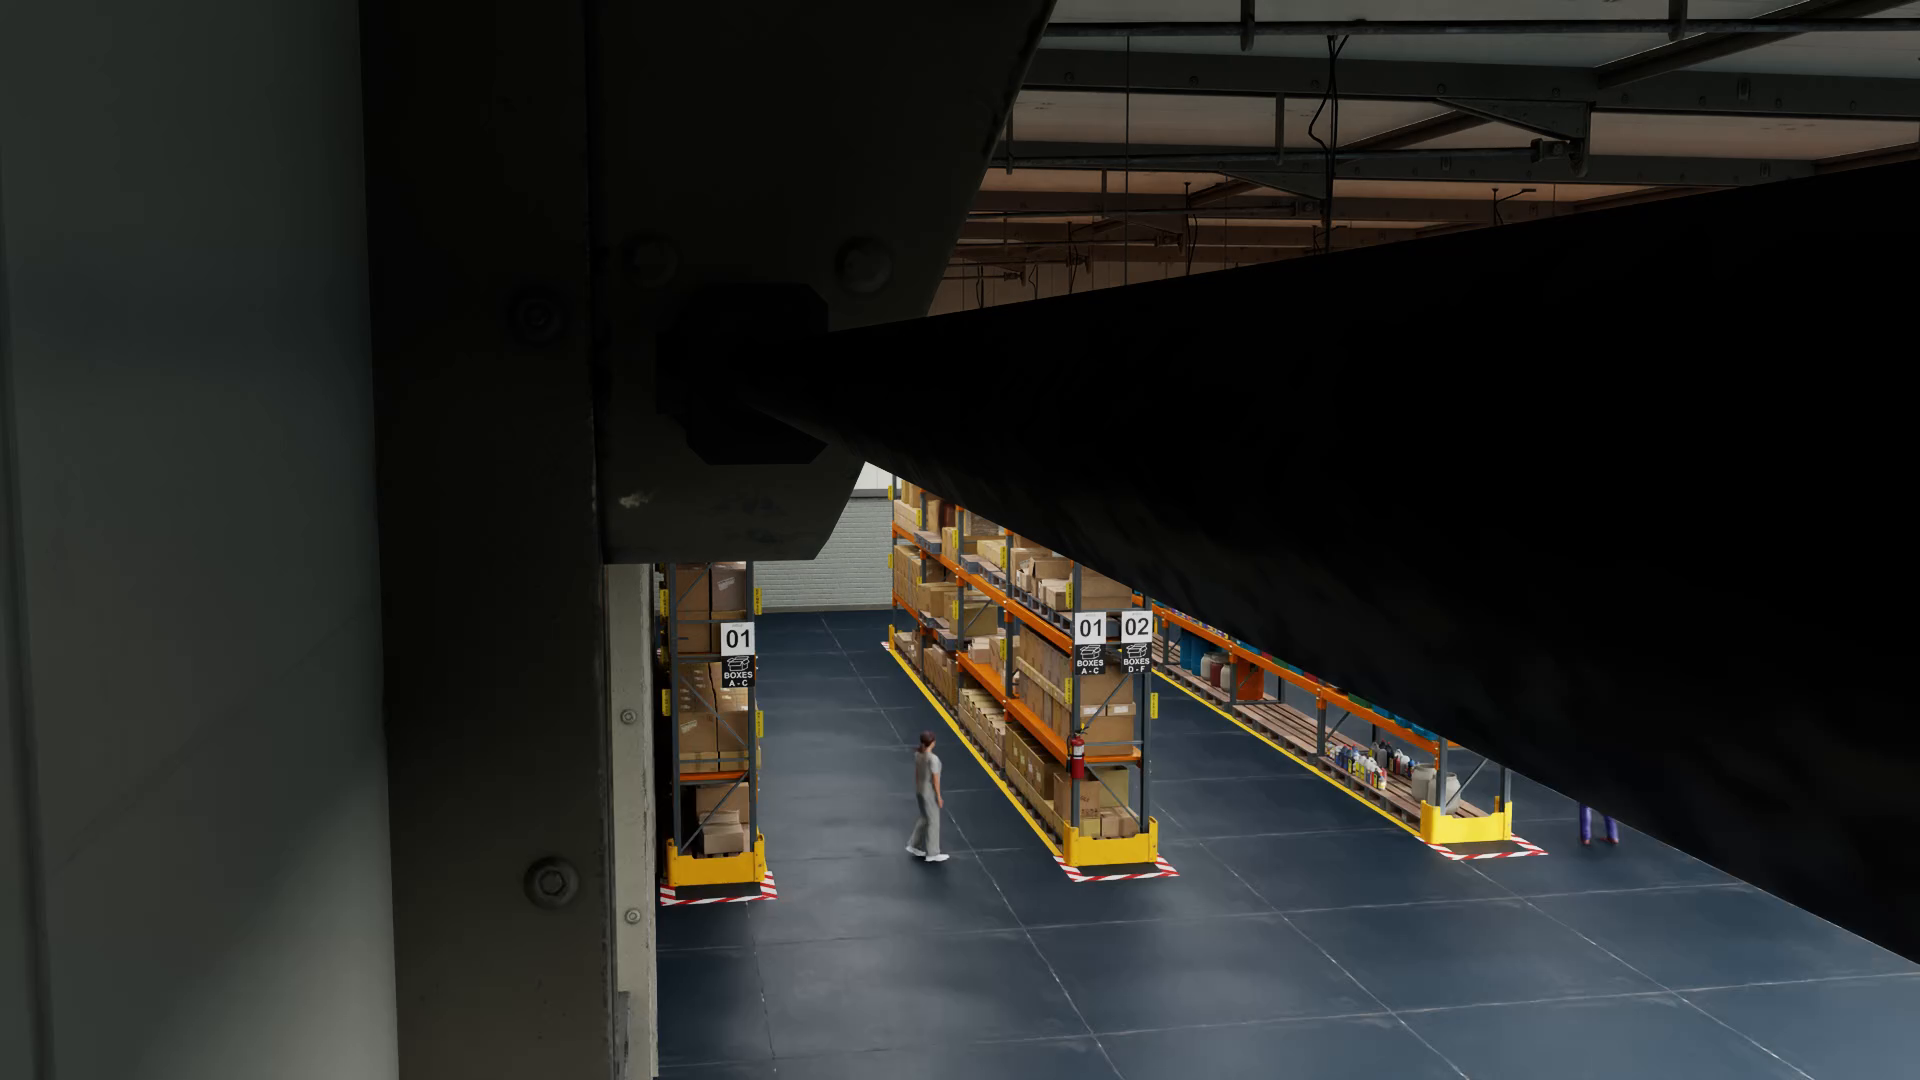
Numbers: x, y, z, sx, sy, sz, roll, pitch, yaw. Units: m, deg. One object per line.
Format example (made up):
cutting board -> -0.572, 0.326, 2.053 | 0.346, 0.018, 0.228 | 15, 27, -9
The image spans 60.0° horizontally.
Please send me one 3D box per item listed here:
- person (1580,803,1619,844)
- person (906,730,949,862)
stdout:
person -> 8.357, 3.174, 21.767 | 0.555, 1.644, 0.390 | 1, 6, 9
person -> -0.402, 3.239, 21.077 | 0.456, 1.692, 0.523 | -3, 7, -29
